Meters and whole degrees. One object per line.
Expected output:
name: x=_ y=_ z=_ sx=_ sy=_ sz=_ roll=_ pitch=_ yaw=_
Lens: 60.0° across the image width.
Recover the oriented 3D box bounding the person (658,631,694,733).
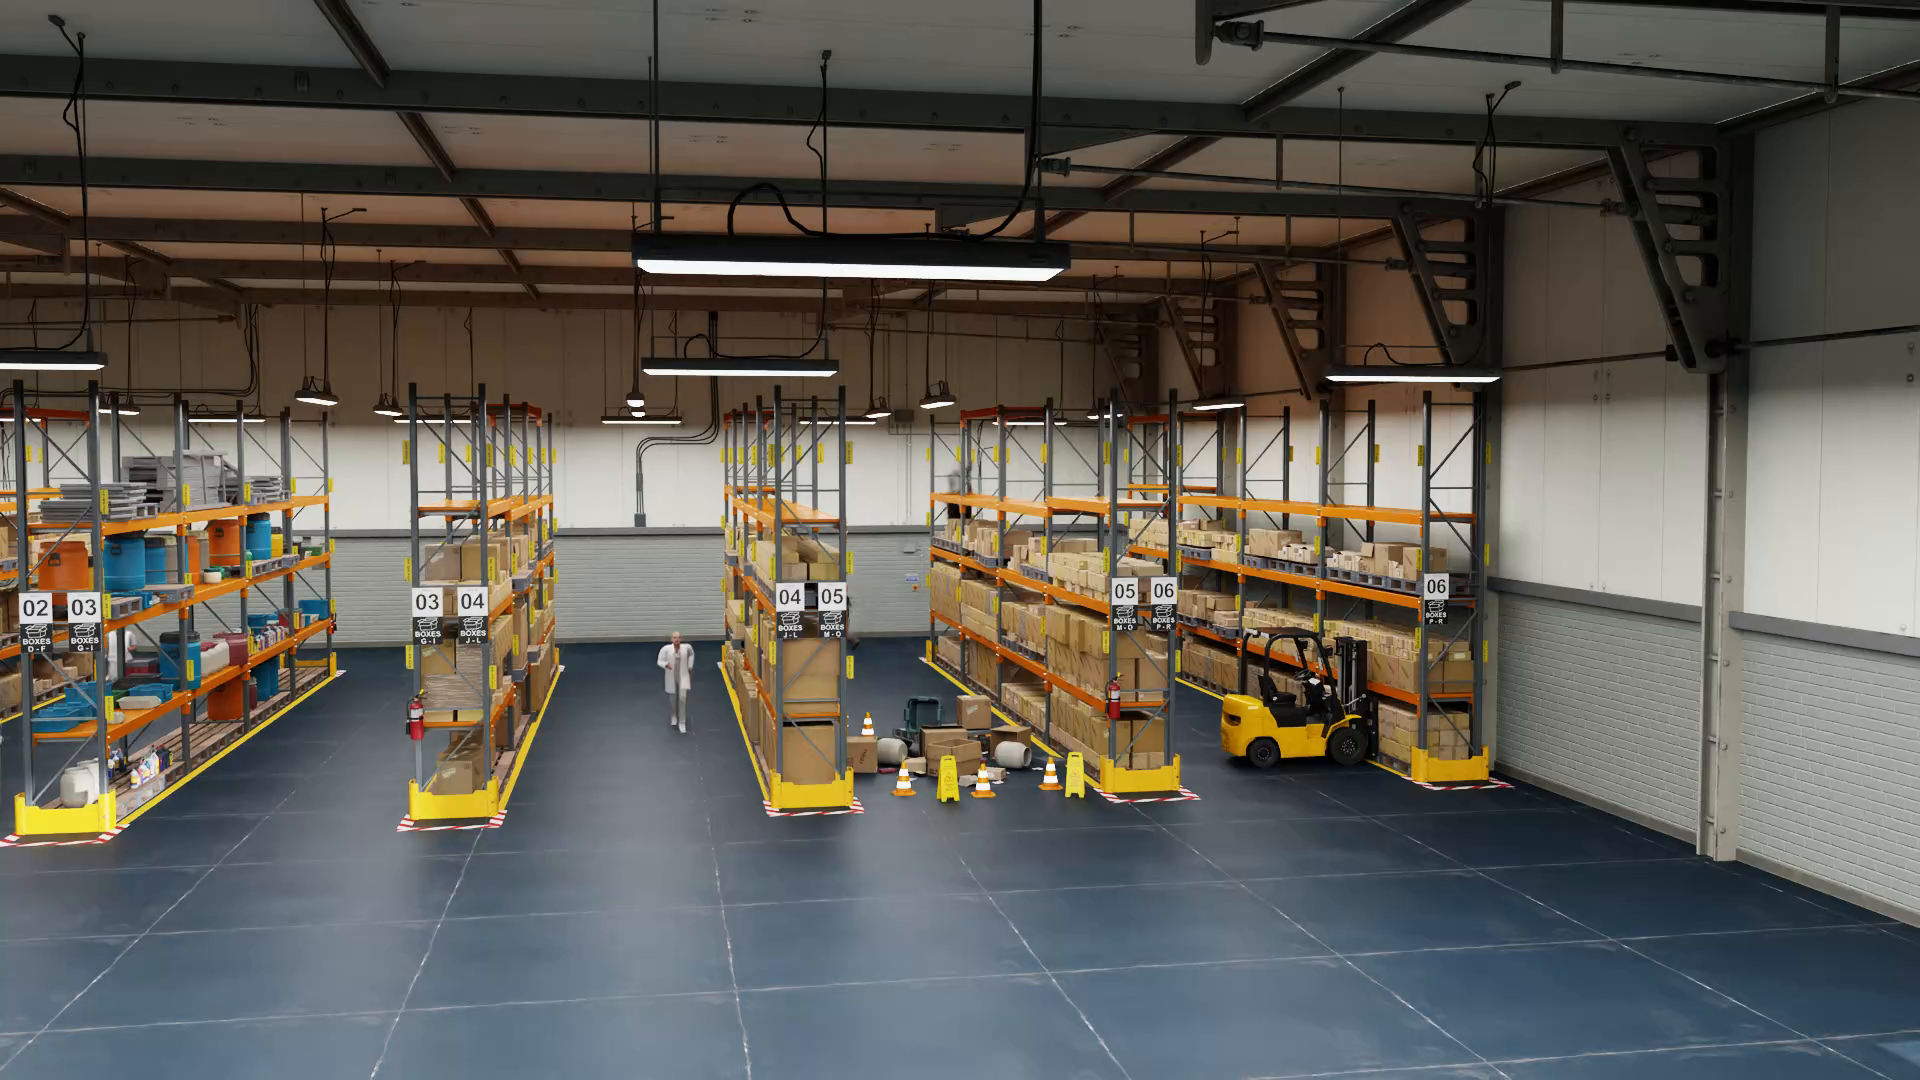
person: x=-5.183 y=2.607 z=30.369 sx=0.660 sy=1.709 sz=0.931 roll=0 pitch=3 yaw=-8

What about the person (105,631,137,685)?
person: x=-16.804 y=2.423 z=33.233 sx=0.661 sy=1.744 sz=0.658 roll=-1 pitch=3 yaw=-24

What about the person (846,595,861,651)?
person: x=-2.892 y=1.989 z=41.273 sx=0.850 sy=1.729 sz=0.653 roll=0 pitch=3 yaw=-2
